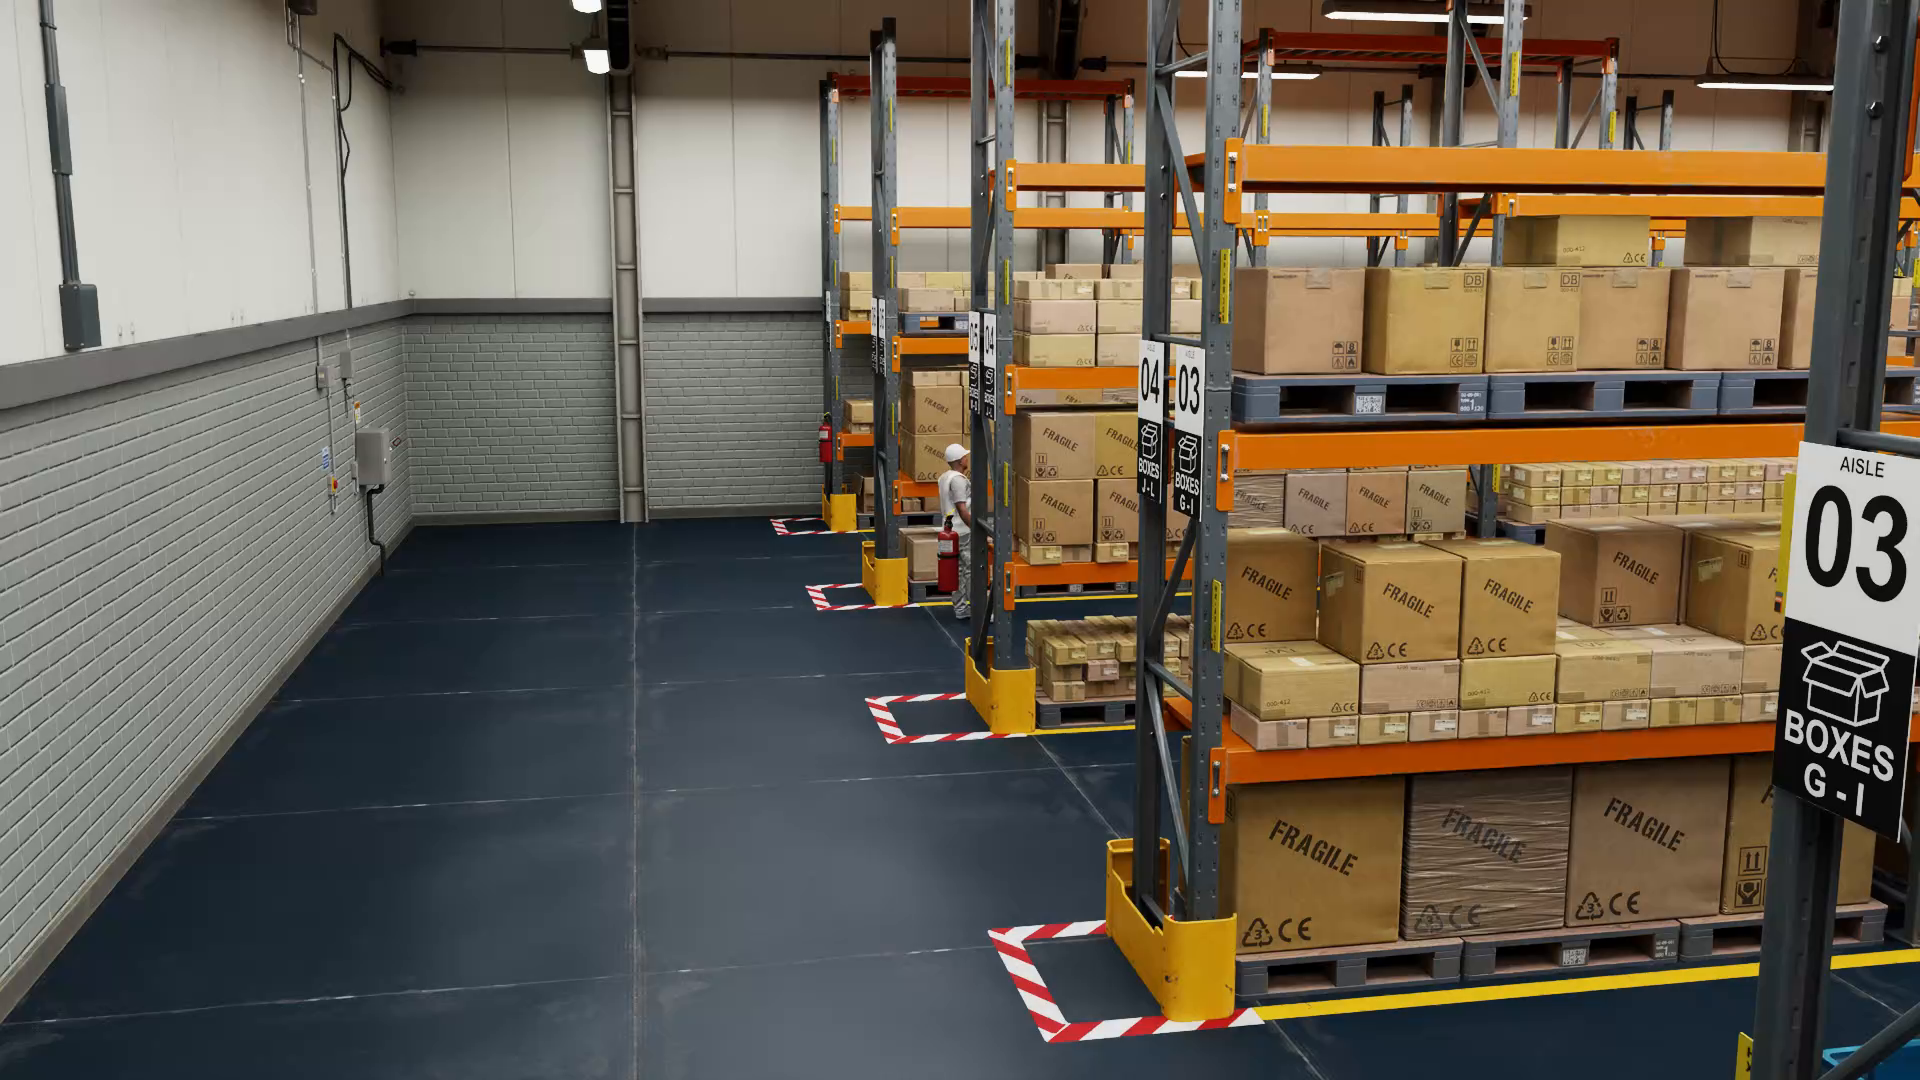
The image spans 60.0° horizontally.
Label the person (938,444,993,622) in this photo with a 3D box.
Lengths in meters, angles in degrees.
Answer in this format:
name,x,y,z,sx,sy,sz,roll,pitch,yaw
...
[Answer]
name,x,y,z,sx,sy,sz,roll,pitch,yaw
person,0.091,-0.083,16.765,0.576,1.784,0.656,-3,10,-18
